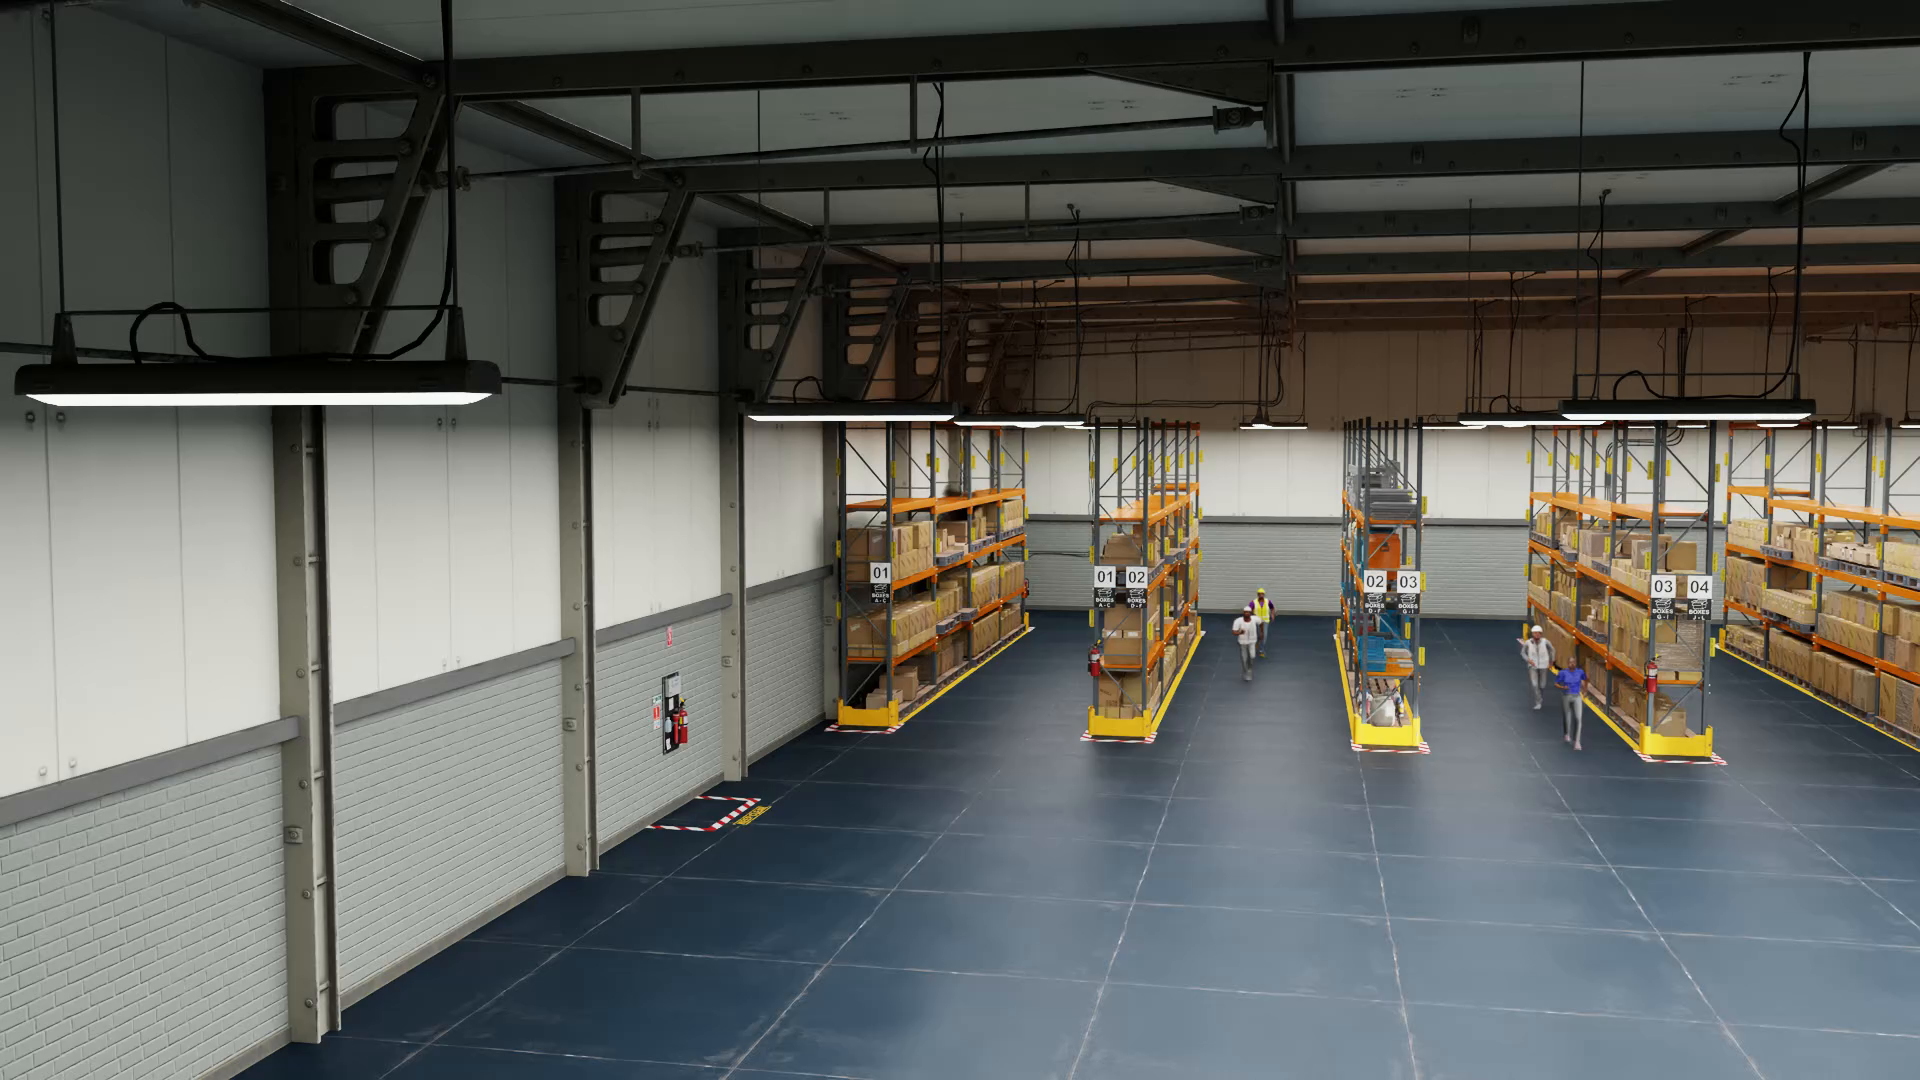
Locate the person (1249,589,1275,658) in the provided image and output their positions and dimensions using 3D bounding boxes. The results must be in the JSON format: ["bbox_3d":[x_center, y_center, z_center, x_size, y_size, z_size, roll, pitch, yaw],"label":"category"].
[{"bbox_3d":[7.702,2.106,42.478,0.713,1.736,0.897,0,4,5],"label":"person"}]

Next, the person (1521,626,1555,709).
[{"bbox_3d":[12.021,2.637,34.610,0.689,1.731,0.700,1,4,14],"label":"person"}]

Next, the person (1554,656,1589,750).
[{"bbox_3d":[11.145,2.942,30.324,0.594,1.690,0.827,1,4,18],"label":"person"}]

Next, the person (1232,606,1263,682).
[{"bbox_3d":[6.602,2.370,38.105,0.734,1.744,0.801,0,4,5],"label":"person"}]
